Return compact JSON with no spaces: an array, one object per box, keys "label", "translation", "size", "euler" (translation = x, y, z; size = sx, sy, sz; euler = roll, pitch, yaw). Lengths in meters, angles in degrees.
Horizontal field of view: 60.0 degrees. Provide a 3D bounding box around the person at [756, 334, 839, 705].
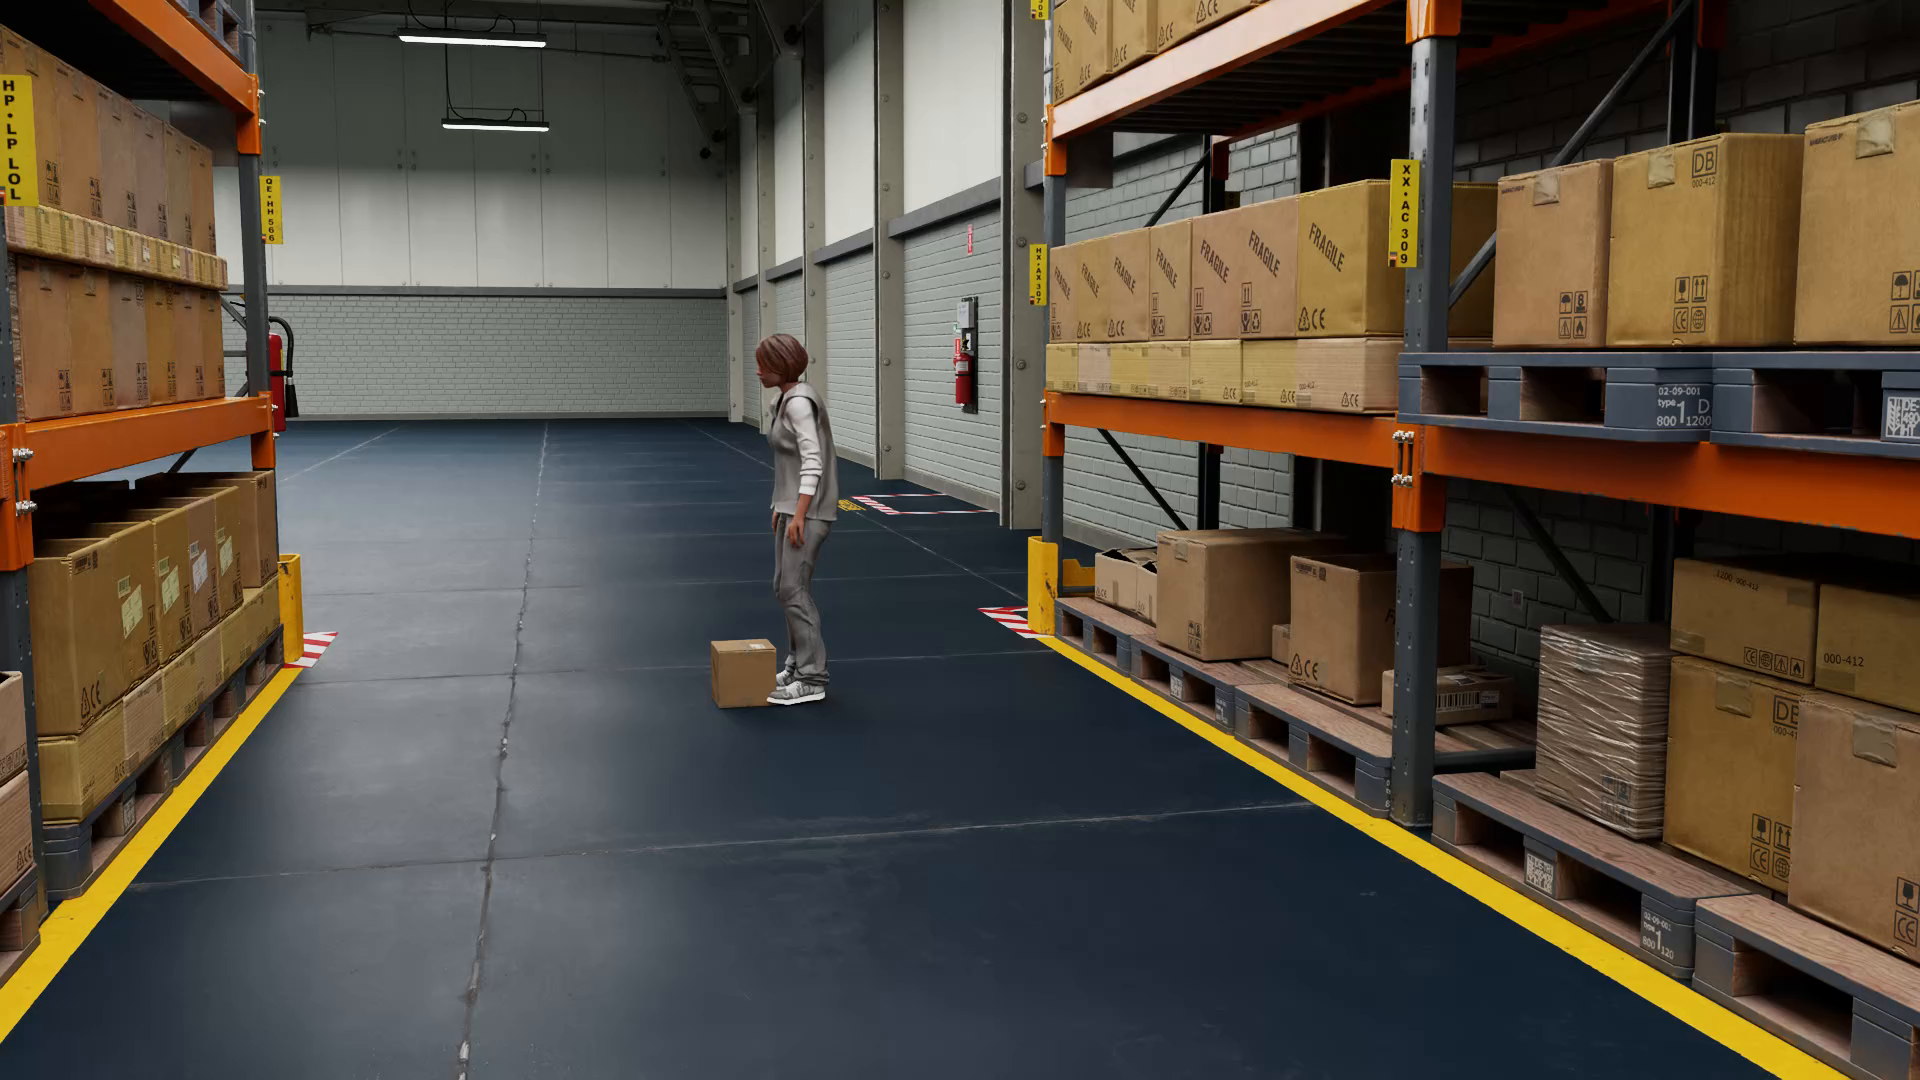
[{"label":"person","translation":[-0.711,-0.094,7.230],"size":[0.347,1.592,0.476],"euler":[-2,7,-15]}]
